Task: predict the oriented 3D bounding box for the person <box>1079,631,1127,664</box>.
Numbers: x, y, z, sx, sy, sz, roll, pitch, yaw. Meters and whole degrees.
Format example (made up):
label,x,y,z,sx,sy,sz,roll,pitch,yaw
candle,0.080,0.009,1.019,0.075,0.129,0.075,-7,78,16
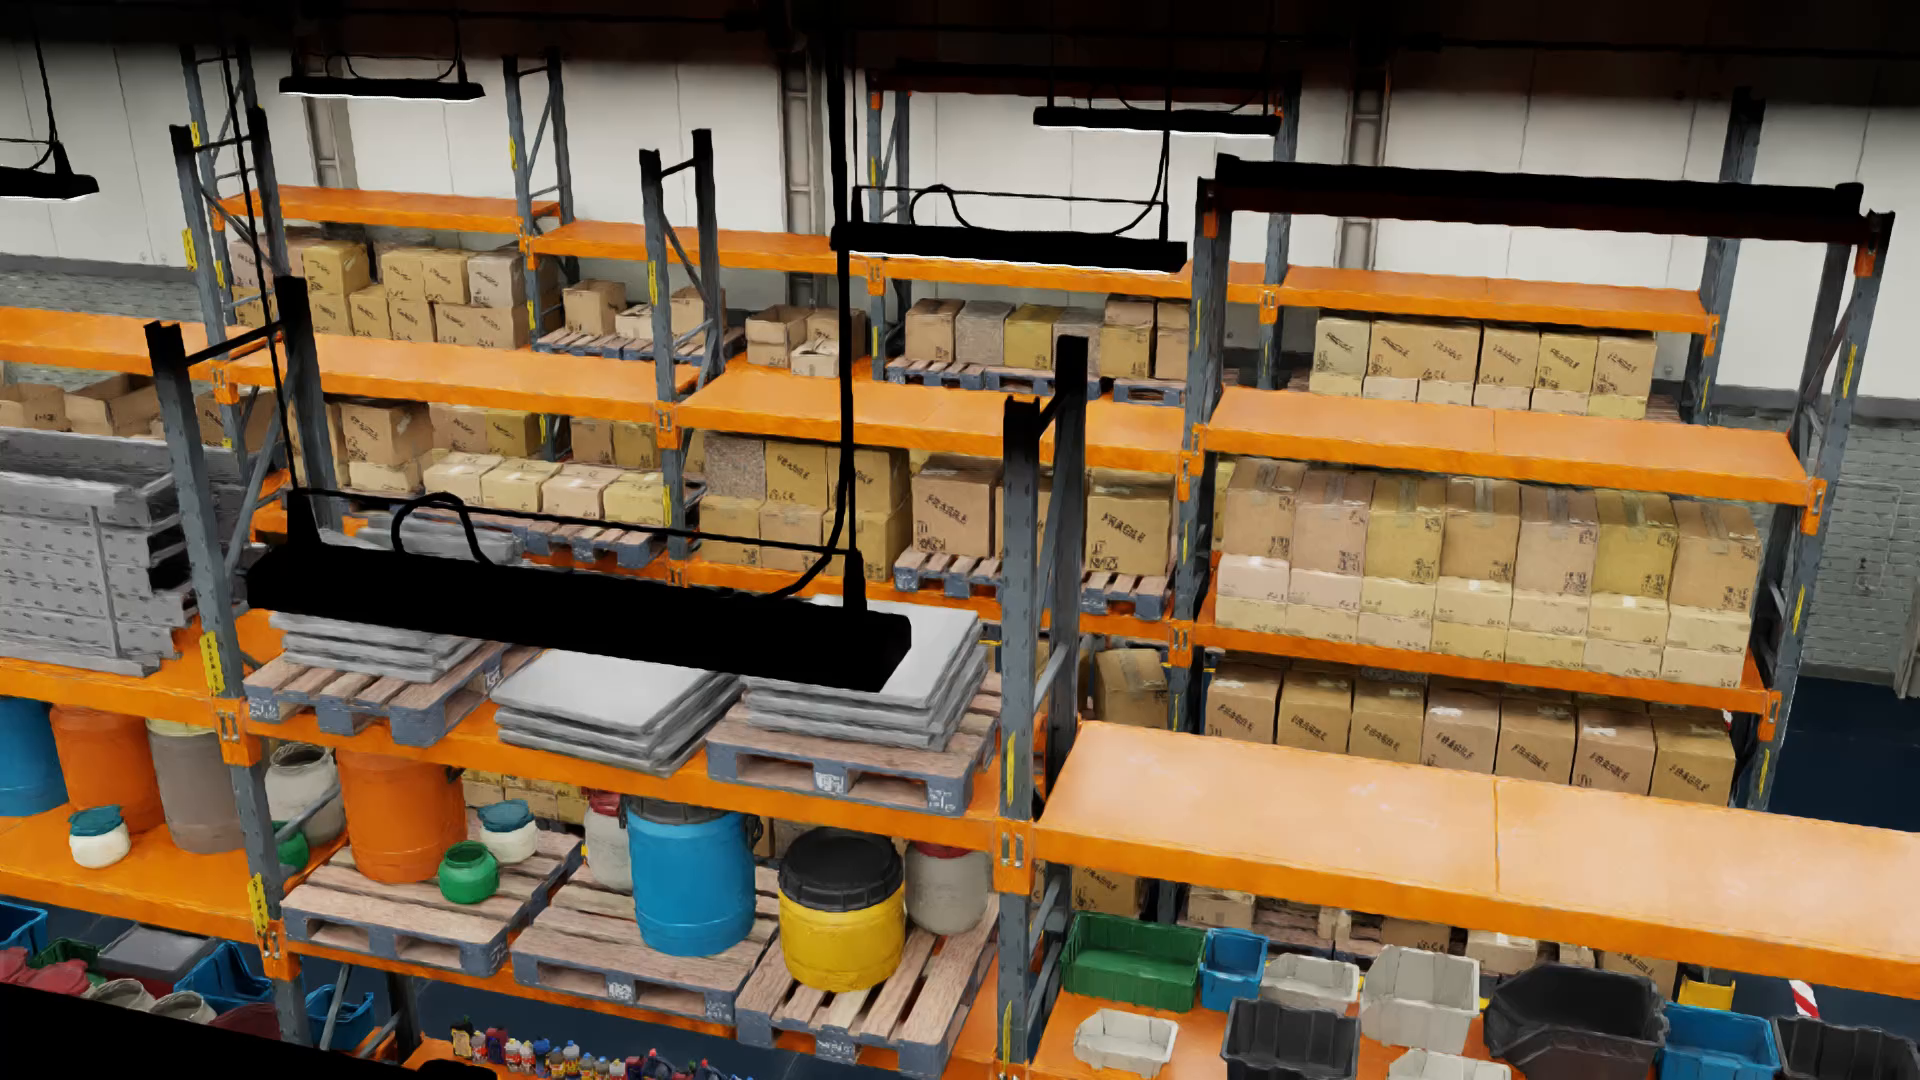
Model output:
label,x,y,z,sx,sy,sz,roll,pitch,yaw
person,1.382,0.876,16.569,1.091,1.580,0.497,5,23,13
